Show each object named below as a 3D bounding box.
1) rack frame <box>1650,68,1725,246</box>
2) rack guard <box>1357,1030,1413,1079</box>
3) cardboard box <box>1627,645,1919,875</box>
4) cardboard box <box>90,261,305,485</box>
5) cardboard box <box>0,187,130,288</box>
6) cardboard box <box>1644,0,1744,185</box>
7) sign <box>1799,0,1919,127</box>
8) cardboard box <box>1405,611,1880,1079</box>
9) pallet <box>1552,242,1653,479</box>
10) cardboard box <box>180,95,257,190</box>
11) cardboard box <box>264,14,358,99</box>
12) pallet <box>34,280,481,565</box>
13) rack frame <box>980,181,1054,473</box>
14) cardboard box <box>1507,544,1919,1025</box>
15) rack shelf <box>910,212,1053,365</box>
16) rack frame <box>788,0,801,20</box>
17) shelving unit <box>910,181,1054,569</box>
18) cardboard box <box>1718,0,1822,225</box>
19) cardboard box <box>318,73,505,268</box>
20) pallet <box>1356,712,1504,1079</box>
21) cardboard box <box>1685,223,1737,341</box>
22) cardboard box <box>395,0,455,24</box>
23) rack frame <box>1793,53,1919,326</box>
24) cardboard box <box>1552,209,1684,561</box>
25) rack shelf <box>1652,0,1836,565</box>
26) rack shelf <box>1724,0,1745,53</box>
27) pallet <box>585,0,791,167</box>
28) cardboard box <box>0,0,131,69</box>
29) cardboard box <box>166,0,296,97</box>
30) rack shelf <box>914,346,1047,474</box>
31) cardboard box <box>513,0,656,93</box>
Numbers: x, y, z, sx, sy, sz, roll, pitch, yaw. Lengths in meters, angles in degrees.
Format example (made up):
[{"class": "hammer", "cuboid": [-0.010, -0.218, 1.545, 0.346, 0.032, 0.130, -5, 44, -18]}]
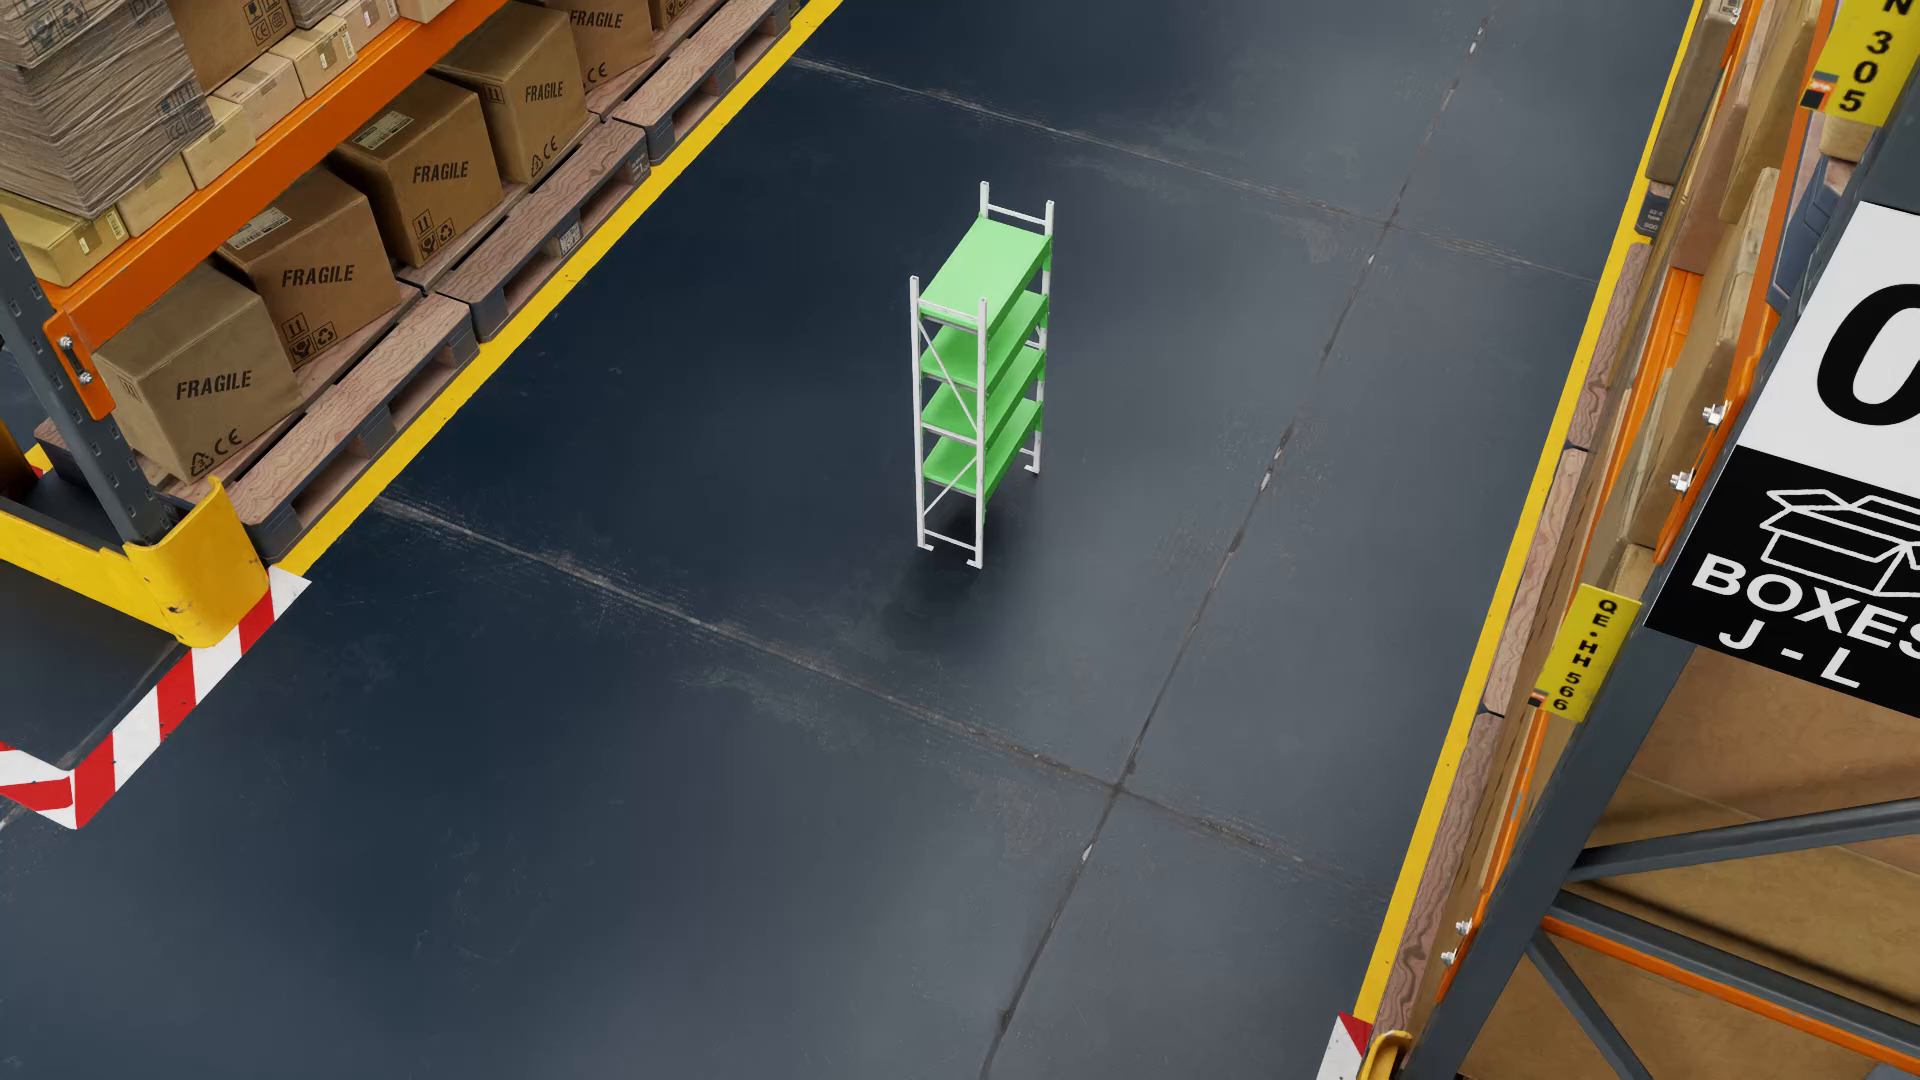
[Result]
[{"class": "rack frame", "cuboid": [3.207, -1.927, 5.420, 1.000, 3.000, 0.127, 20, 52, 16]}, {"class": "rack guard", "cuboid": [1.488, 1.654, 4.014, 1.175, 0.500, 0.348, 20, 52, 16]}, {"class": "cardboard box", "cuboid": [1.692, 0.186, 2.814, 0.875, 0.550, 0.550, 20, 52, 16]}, {"class": "cardboard box", "cuboid": [-2.661, -0.606, 5.662, 0.500, 0.500, 0.500, 29, 55, 22]}, {"class": "cardboard box", "cuboid": [-2.605, -0.893, 4.705, 0.380, 0.149, 0.250, 20, 52, 16]}, {"class": "cardboard box", "cuboid": [3.391, -1.790, 6.505, 1.050, 0.750, 0.750, 20, 52, 16]}, {"class": "sign", "cuboid": [1.014, -0.592, 1.785, 0.100, 0.325, 0.005, 20, 52, 16]}, {"class": "cardboard box", "cuboid": [1.729, 0.892, 4.141, 0.875, 0.875, 0.875, 20, 53, 16]}, {"class": "pallet", "cuboid": [2.812, -0.525, 6.058, 1.003, 0.211, 1.213, 20, 52, 16]}, {"class": "cardboard box", "cuboid": [-2.361, -1.226, 4.989, 0.380, 0.149, 0.250, 20, 52, 16]}, {"class": "cardboard box", "cuboid": [-2.160, -1.575, 5.285, 0.380, 0.149, 0.250, 20, 52, 16]}, {"class": "pallet", "cuboid": [-2.531, -0.552, 6.081, 1.003, 0.211, 1.213, 20, 52, 16]}, {"class": "rack frame", "cuboid": [0.175, -0.671, 5.533, 0.240, 1.200, 0.015, 20, 52, 16]}, {"class": "cardboard box", "cuboid": [1.616, 0.509, 3.249, 0.875, 0.550, 0.550, 20, 52, 16]}, {"class": "rack shelf", "cuboid": [0.071, -0.772, 5.073, 0.258, 0.148, 0.480, 20, 52, 16]}, {"class": "rack frame", "cuboid": [-1.234, -3.610, 6.852, 1.000, 3.000, 0.127, 20, 52, 16]}, {"class": "shelving unit", "cuboid": [0.071, -0.503, 5.390, 0.258, 1.200, 0.503, 20, 52, 16]}, {"class": "cardboard box", "cuboid": [2.315, -0.971, 3.799, 0.875, 0.550, 0.500, 20, 52, 16]}, {"class": "cardboard box", "cuboid": [-2.152, -1.454, 6.383, 0.500, 0.500, 0.500, 24, 54, 19]}, {"class": "pallet", "cuboid": [1.769, 1.155, 4.628, 1.003, 0.211, 1.213, 20, 52, 16]}, {"class": "cardboard box", "cuboid": [2.373, -0.600, 4.193, 0.875, 0.550, 0.500, 20, 52, 16]}, {"class": "cardboard box", "cuboid": [-1.877, -1.894, 5.557, 0.380, 0.149, 0.250, 20, 52, 16]}, {"class": "rack frame", "cuboid": [1.499, -1.116, 0.791, 1.000, 3.000, 0.127, 20, 52, 16]}, {"class": "cardboard box", "cuboid": [2.494, -0.342, 5.191, 0.875, 0.875, 0.875, 20, 53, 16]}, {"class": "rack shelf", "cuboid": [2.353, -1.288, 3.380, 1.077, 0.370, 4.000, 20, 52, 16]}, {"class": "rack shelf", "cuboid": [4.062, -3.071, 6.866, 1.077, 0.370, 4.000, 20, 52, 16]}, {"class": "pallet", "cuboid": [-1.489, -2.232, 7.511, 1.003, 0.211, 1.213, 20, 52, 16]}, {"class": "cardboard box", "cuboid": [-2.461, -1.598, 4.223, 0.500, 0.500, 0.500, 20, 52, 16]}, {"class": "cardboard box", "cuboid": [-2.578, -1.738, 4.998, 0.875, 0.500, 0.500, 20, 52, 16]}, {"class": "rack shelf", "cuboid": [0.071, -0.461, 5.439, 0.258, 0.148, 0.480, 20, 52, 16]}, {"class": "cardboard box", "cuboid": [-1.679, -2.277, 7.083, 0.500, 0.500, 0.500, 36, 58, 27]}]
